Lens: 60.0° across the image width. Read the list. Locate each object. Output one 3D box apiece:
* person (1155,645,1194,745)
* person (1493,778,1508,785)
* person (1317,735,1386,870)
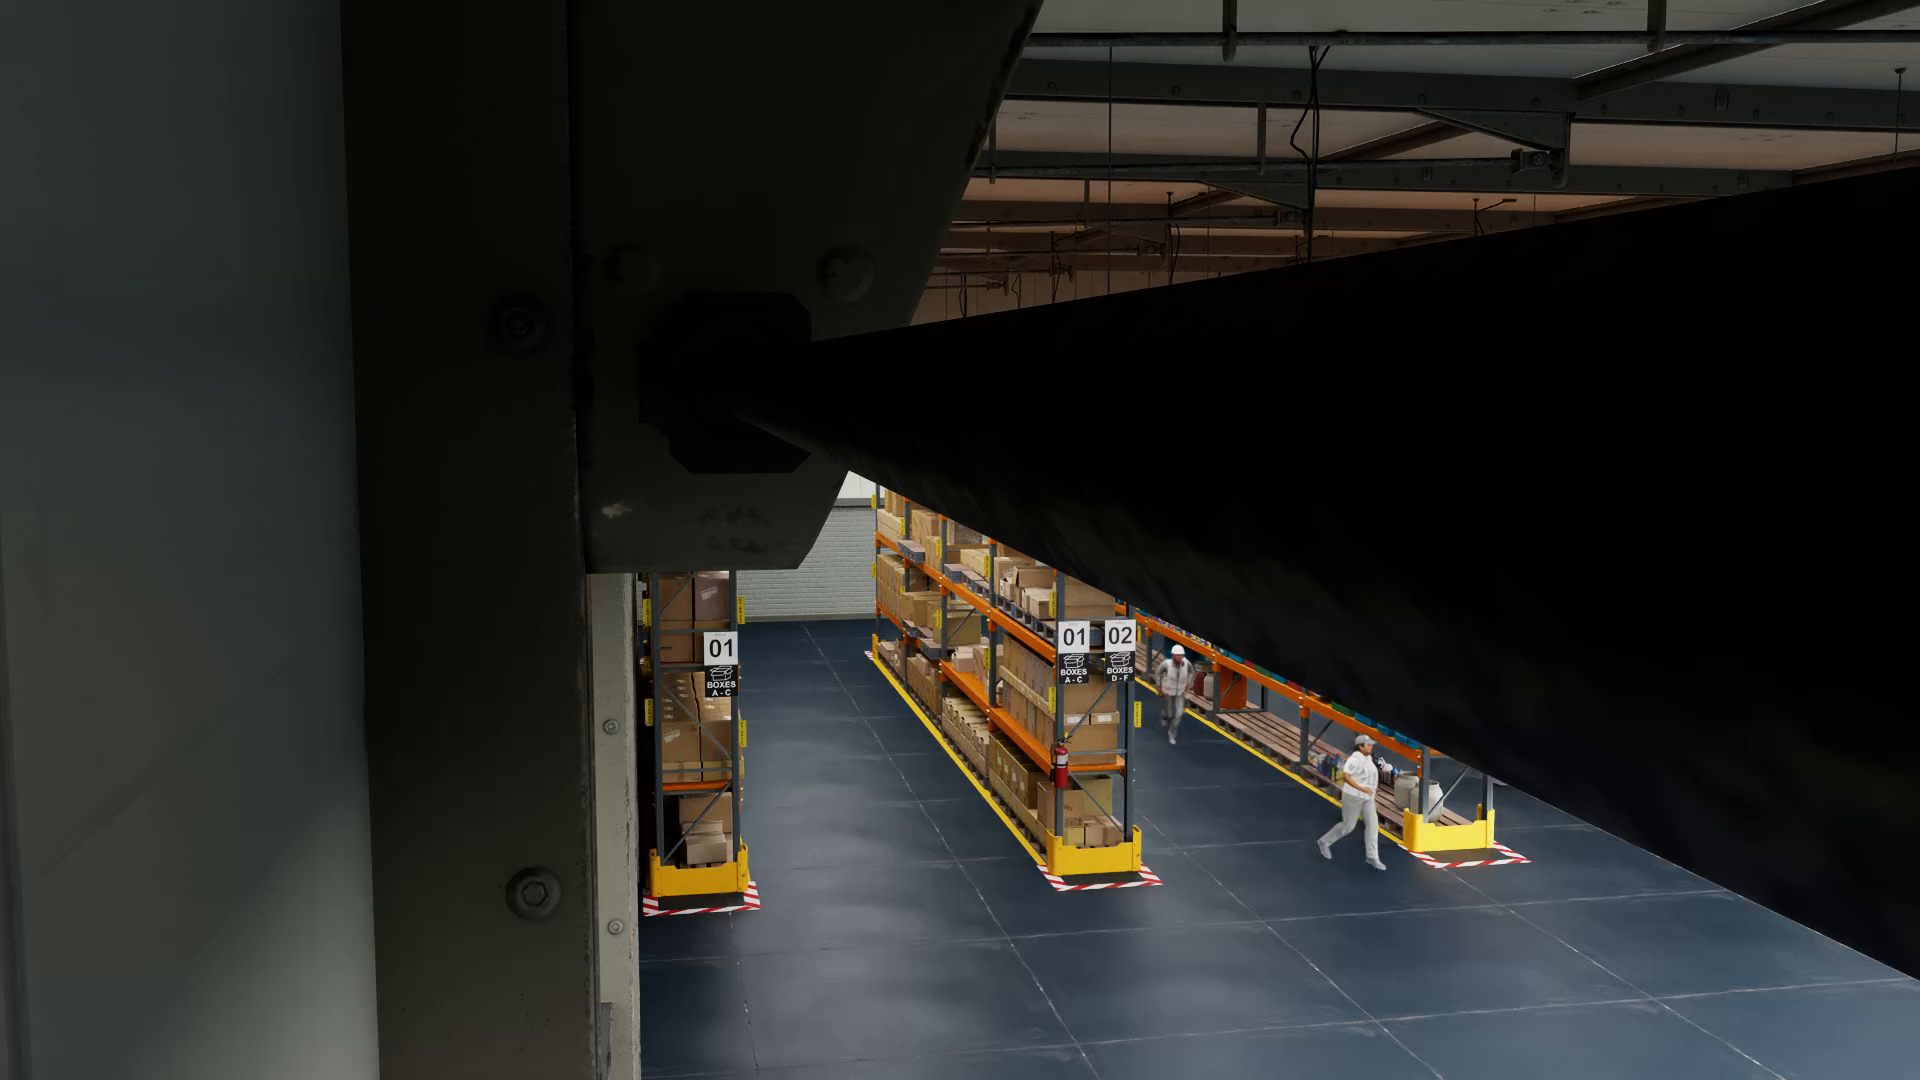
[{"bbox_3d":[3.636,2.598,28.345,0.658,1.719,0.878,-1,6,-12],"label":"person"},{"bbox_3d":[8.388,2.987,25.092,0.858,1.543,0.694,5,8,42],"label":"person"},{"bbox_3d":[5.136,3.323,21.339,0.695,1.648,0.923,-6,8,-44],"label":"person"}]
